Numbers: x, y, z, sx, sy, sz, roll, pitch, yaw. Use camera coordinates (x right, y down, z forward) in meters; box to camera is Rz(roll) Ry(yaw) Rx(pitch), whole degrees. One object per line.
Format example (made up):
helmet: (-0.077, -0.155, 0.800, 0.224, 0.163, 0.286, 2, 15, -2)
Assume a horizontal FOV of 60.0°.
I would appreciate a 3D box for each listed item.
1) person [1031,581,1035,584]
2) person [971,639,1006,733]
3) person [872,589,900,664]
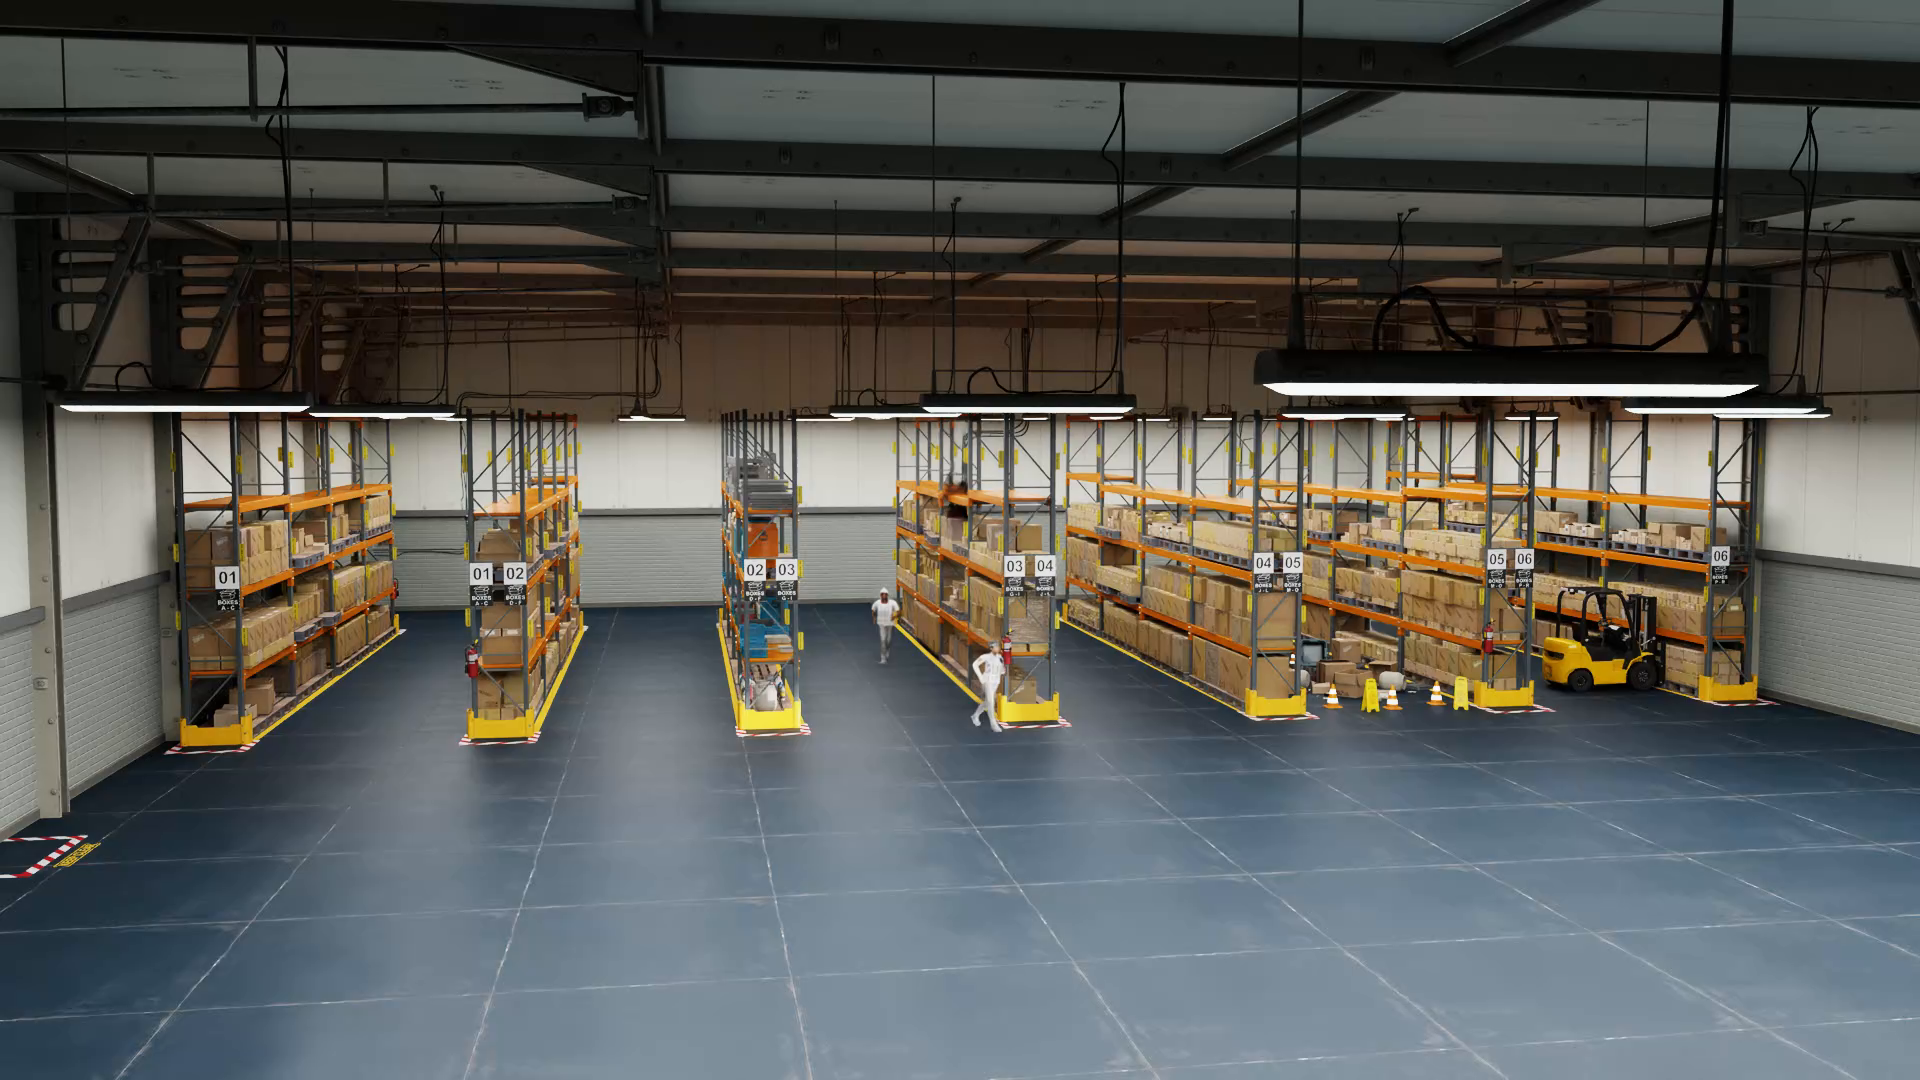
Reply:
person: (2.035, 1.622, 47.187, 0.578, 1.629, 0.647, -1, 4, -9)
person: (0.600, 2.691, 31.119, 0.628, 1.674, 0.917, -4, 5, -41)
person: (-1.782, 2.046, 39.984, 0.685, 1.783, 0.849, 0, 4, -3)
